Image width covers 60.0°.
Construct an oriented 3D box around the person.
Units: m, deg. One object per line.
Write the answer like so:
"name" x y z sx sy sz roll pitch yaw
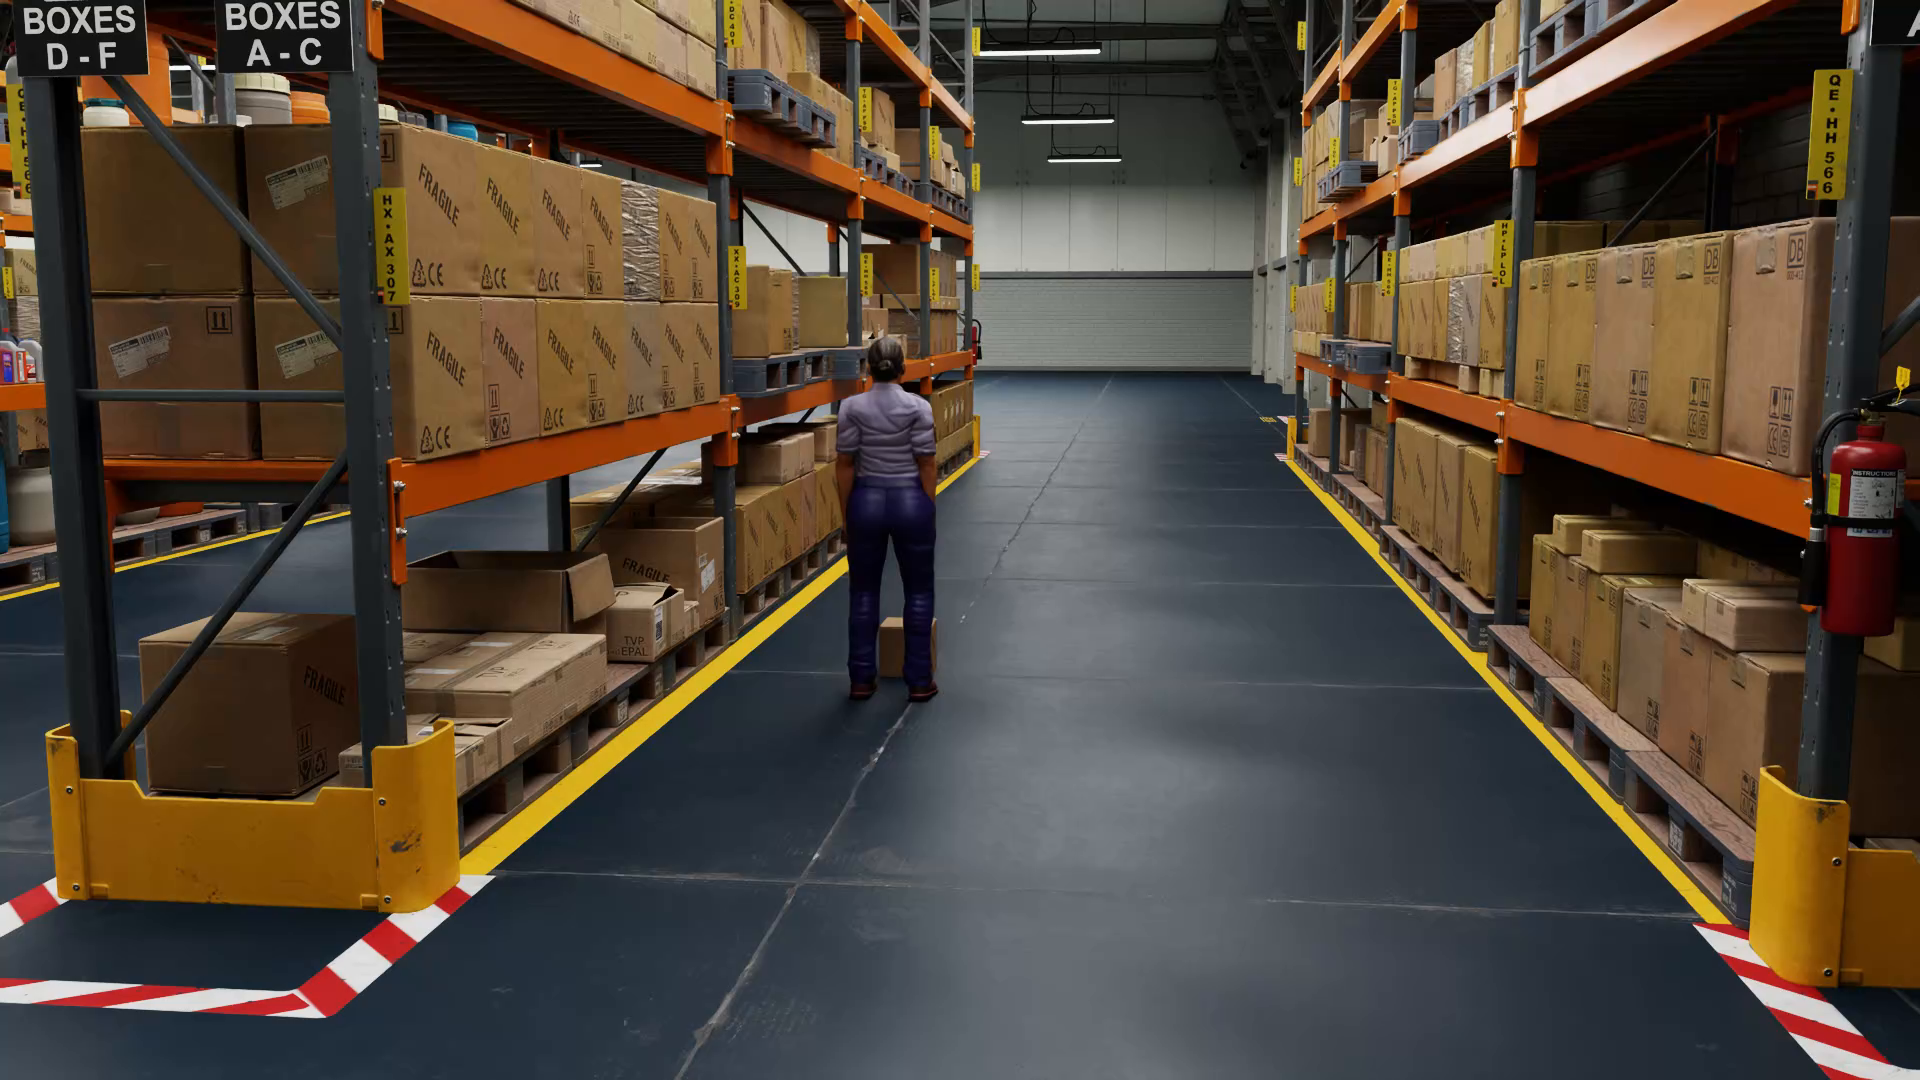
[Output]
"person" -0.332 -0.096 7.596 0.470 1.645 0.342 1 8 7
